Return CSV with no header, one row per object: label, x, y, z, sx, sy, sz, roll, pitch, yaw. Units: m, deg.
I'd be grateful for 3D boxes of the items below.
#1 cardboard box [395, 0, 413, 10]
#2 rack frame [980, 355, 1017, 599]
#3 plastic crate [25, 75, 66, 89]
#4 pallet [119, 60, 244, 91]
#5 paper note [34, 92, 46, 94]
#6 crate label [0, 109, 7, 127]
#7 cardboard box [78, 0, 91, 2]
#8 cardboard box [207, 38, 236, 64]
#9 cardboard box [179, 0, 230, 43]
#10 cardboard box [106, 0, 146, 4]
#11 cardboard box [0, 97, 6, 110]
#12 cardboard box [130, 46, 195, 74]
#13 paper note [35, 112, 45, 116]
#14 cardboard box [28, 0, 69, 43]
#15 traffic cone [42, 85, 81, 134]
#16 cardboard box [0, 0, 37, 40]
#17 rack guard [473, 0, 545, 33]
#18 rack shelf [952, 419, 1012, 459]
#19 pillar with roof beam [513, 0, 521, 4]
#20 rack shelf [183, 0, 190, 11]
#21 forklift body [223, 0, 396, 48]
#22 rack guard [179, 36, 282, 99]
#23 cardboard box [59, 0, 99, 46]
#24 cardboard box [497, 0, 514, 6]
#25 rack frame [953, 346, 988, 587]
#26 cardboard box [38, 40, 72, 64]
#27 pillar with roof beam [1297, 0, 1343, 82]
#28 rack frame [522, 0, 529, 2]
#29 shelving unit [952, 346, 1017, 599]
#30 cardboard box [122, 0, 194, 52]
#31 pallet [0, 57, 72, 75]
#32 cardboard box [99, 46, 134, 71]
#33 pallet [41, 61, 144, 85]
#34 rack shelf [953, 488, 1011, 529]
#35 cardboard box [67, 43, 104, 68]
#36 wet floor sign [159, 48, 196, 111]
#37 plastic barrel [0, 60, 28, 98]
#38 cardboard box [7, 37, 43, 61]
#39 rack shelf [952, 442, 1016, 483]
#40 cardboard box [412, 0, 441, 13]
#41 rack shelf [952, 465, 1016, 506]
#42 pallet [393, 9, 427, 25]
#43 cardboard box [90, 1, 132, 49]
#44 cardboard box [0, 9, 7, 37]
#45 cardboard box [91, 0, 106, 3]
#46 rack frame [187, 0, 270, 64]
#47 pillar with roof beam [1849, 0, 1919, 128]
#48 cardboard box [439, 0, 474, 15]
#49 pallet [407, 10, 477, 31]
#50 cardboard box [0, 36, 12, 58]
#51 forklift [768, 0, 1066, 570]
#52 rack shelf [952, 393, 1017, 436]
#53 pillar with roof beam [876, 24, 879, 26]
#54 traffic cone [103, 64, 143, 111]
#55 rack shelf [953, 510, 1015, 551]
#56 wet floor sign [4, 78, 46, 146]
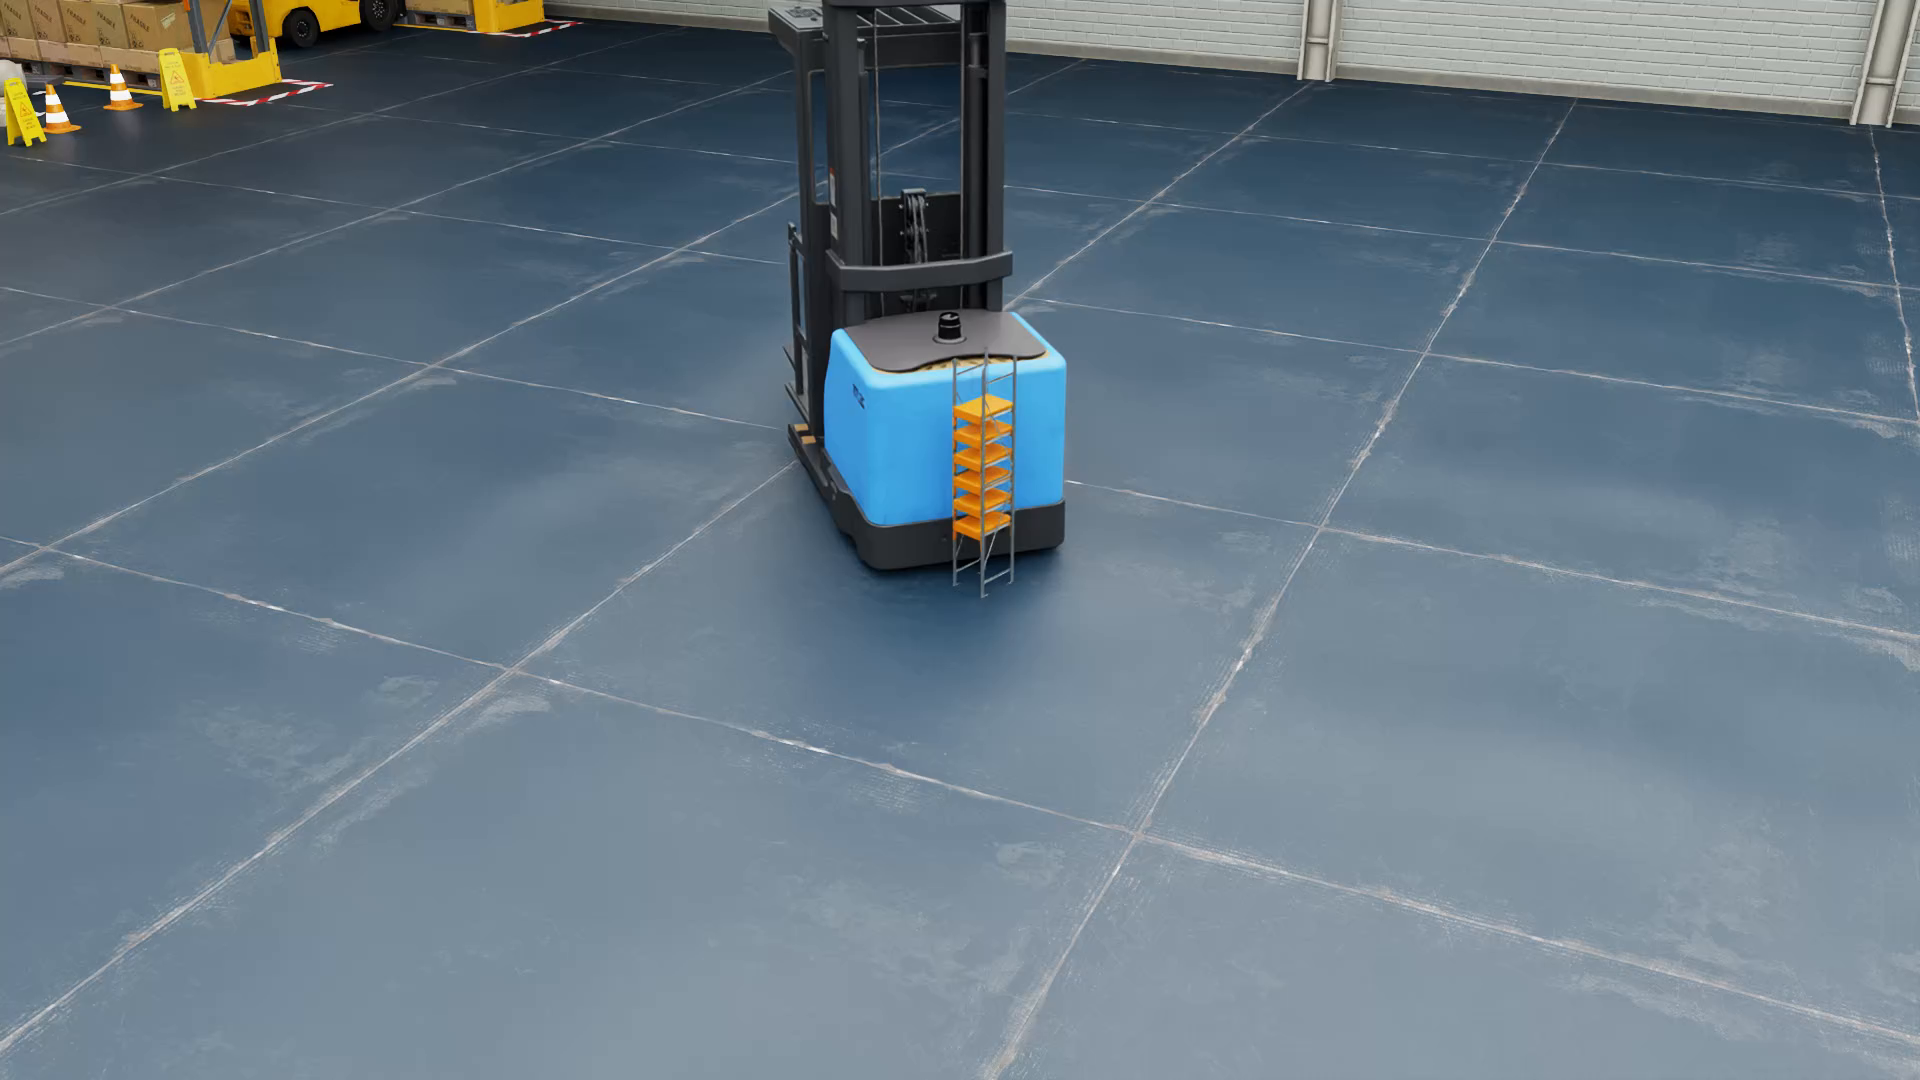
cardboard box,-7.825,-7.722,23.675,0.500,0.250,0.500,12,29,22
rack frame,0.184,-0.287,7.976,0.006,1.200,0.240,22,34,38
plastic crate,-10.969,-5.426,19.681,0.583,0.080,0.402,2,26,4
pallet,-9.212,-5.547,19.778,1.213,0.211,1.003,11,28,22
paper note,-10.626,-5.183,19.242,0.148,0.019,0.142,2,26,4
crate label,-10.234,-4.508,17.750,0.298,0.136,0.250,-2,26,-5
cardboard box,-10.083,-6.382,19.370,0.250,0.149,0.380,13,29,24
cardboard box,-9.037,-5.835,19.843,0.500,0.250,0.500,11,28,21
cardboard box,-9.059,-6.176,19.686,0.500,0.500,0.500,10,28,20
cardboard box,-9.617,-6.286,19.175,0.250,0.149,0.380,12,29,23
cardboard box,-10.446,-4.770,18.270,0.380,0.149,0.250,-18,31,-31
cardboard box,-9.287,-5.620,19.407,0.500,0.250,0.500,11,28,22
paper note,-10.102,-4.662,18.185,0.142,0.019,0.148,2,26,4
cardboard box,-10.670,-6.239,19.815,0.500,0.500,0.500,13,29,24
traffic cone,-9.493,-4.535,17.437,0.334,0.463,0.336,11,28,22
cardboard box,-11.141,-6.335,20.009,0.500,0.500,0.500,13,29,24
rack guard,-6.344,-7.492,23.402,0.348,0.500,1.175,11,28,22
rack shelf,0.117,-0.490,7.945,0.180,0.103,0.258,22,34,38
pillar with roof beam,-8.409,-10.068,19.012,0.400,9.000,9.100,11,28,22
rack shelf,-10.238,-6.665,19.705,4.000,0.370,1.077,11,28,22
forklift body,-8.848,-7.851,22.260,1.214,2.155,2.313,11,28,22
rack guard,-8.487,-5.514,19.384,0.348,0.500,1.175,11,28,22
cardboard box,-10.188,-6.144,19.621,0.500,0.500,0.500,11,28,21
cardboard box,-6.732,-7.741,23.715,0.500,0.250,0.500,11,28,22
rack frame,0.050,-0.342,8.087,0.006,1.200,0.240,22,34,38
cardboard box,-10.659,-5.902,19.980,0.500,0.250,0.500,11,28,21
pillar with roof beam,2.515,-7.874,14.556,0.400,9.000,9.100,11,28,22
rack frame,-6.366,-8.618,22.859,0.127,3.000,1.000,11,28,22
shelving unit,0.117,-0.315,8.031,0.189,1.200,0.258,22,34,38
cardboard box,-9.255,-5.954,19.237,0.500,0.500,0.500,12,28,22
pallet,-11.433,-5.993,20.684,1.213,0.211,1.003,11,28,22
cardboard box,-9.733,-5.714,19.597,0.500,0.250,0.500,11,28,22
pallet,-10.318,-5.771,20.232,1.213,0.211,1.003,11,28,22
rack shelf,0.117,-0.167,8.104,0.180,0.103,0.258,22,34,38
cardboard box,-10.212,-5.807,19.787,0.500,0.250,0.500,10,28,20
wet floor sign,-8.687,-5.100,18.379,0.232,0.644,0.267,23,35,39
plastic barrel,-10.924,-5.235,18.903,0.512,0.421,0.421,-12,29,-23
cardboard box,-11.143,-5.998,20.175,0.500,0.250,0.500,13,29,25
rack shelf,0.117,-0.383,7.998,0.180,0.103,0.258,22,34,38
cardboard box,-7.373,-7.627,23.482,0.500,0.250,0.500,11,28,22
rack shelf,0.117,-0.275,8.051,0.180,0.103,0.258,22,34,38
pallet,-8.186,-7.714,24.178,1.213,0.211,1.003,11,28,22
cardboard box,-9.731,-6.049,19.428,0.500,0.500,0.500,12,29,24
cardboard box,-11.633,-6.428,20.198,0.500,0.500,0.500,13,29,24
cardboard box,-9.844,-6.333,19.271,0.250,0.149,0.380,12,29,23
rack frame,-8.417,-6.622,18.803,0.127,3.000,1.000,11,28,22
pillar with roof beam,7.977,-6.777,12.328,0.400,9.000,9.100,11,28,22
cardboard box,-6.925,-7.532,23.290,0.500,0.250,0.500,12,28,22
pallet,-7.080,-7.490,23.724,1.213,0.211,1.003,11,28,22
cardboard box,-11.633,-6.091,20.364,0.500,0.250,0.500,10,28,19
forklift,-0.380,-1.797,9.082,1.130,2.935,3.031,-8,27,-15
rack shelf,0.117,-0.598,7.892,0.180,0.103,0.258,22,34,38
pillar with roof beam,-2.947,-8.971,16.784,0.400,9.000,9.100,11,28,22
traffic cone,-9.343,-5.043,18.470,0.334,0.463,0.336,11,28,22
rack shelf,0.117,-0.060,8.157,0.180,0.103,0.258,22,34,38
wet floor sign,-9.529,-4.347,16.850,0.232,0.644,0.267,6,27,13
